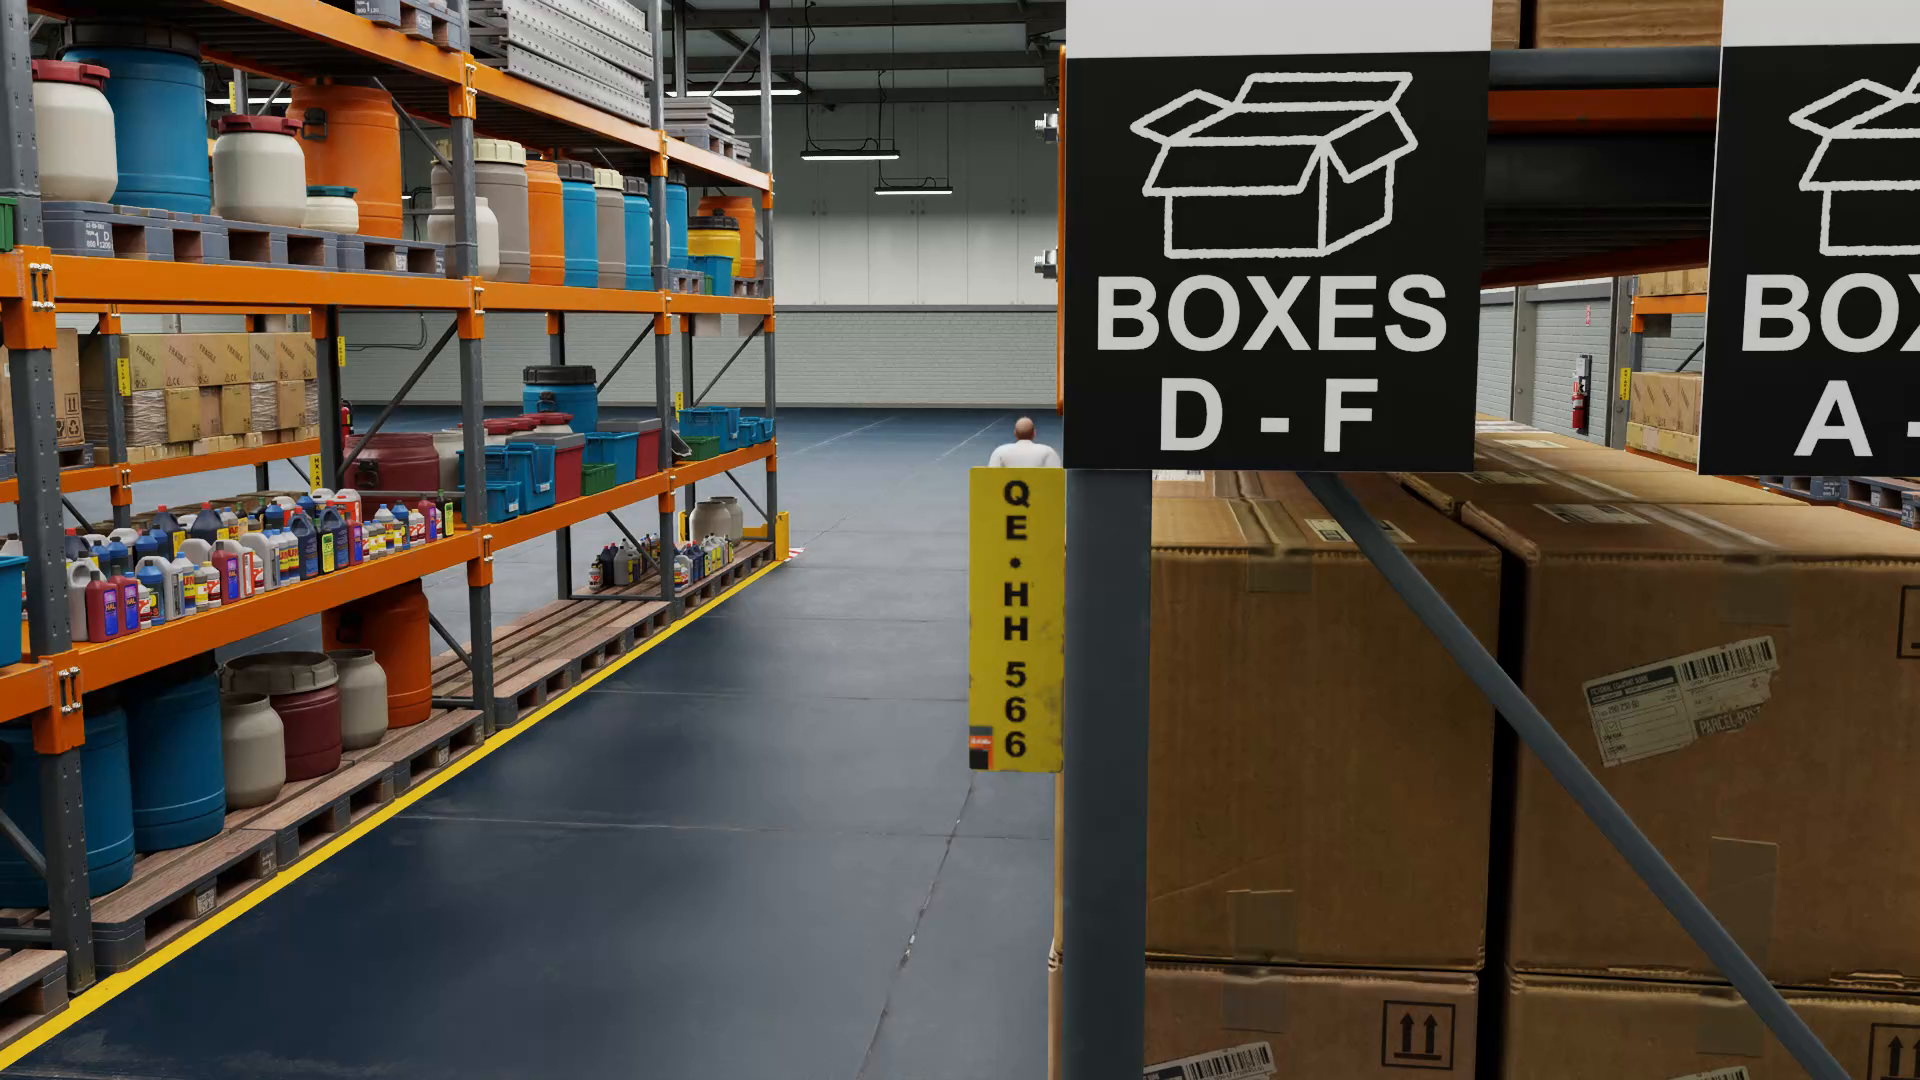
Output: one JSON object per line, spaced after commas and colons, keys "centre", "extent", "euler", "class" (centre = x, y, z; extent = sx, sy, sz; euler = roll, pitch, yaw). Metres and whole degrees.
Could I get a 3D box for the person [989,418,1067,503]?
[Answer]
{"centre": [0.583, -0.219, 14.750], "extent": [0.738, 1.708, 0.637], "euler": [0, 7, 3], "class": "person"}
